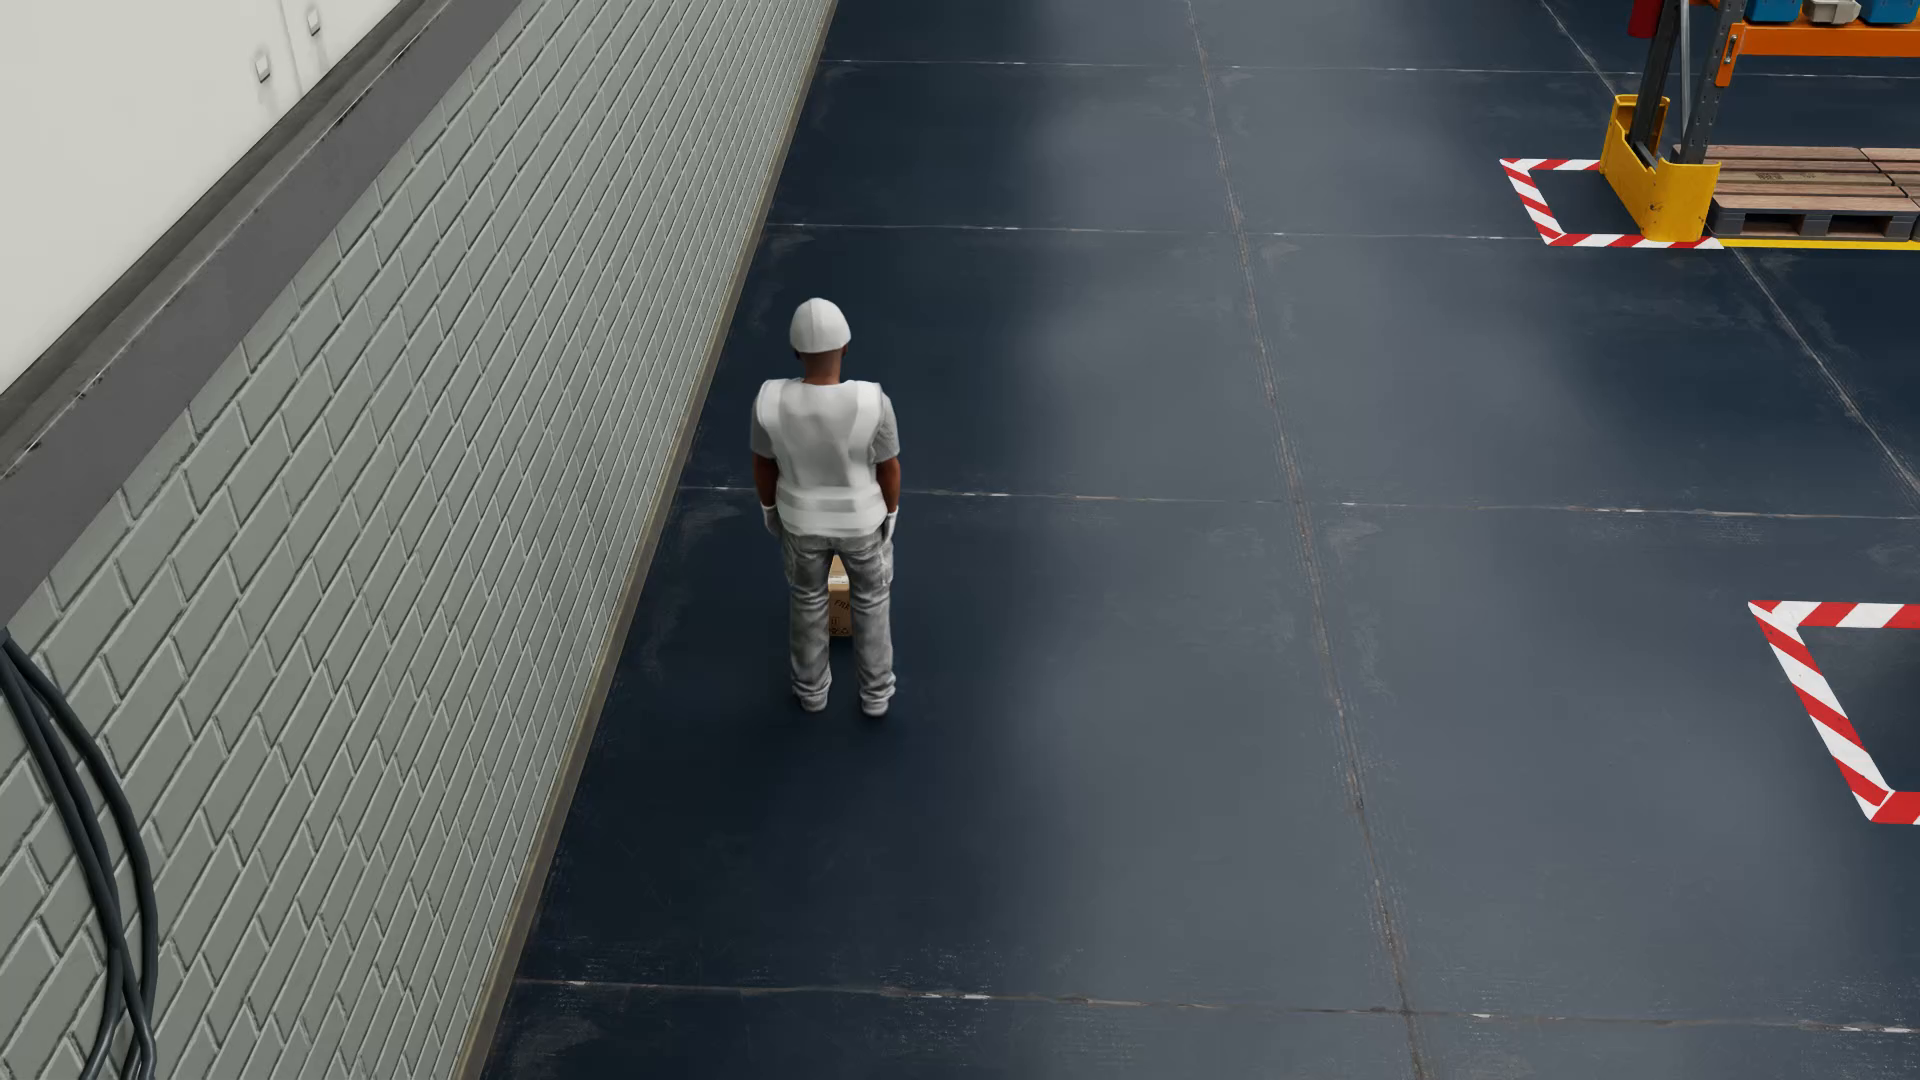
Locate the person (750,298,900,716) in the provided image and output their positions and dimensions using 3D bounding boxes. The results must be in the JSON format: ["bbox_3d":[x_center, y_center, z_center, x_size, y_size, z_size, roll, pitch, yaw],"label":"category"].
[{"bbox_3d":[-0.491,-0.093,6.269,0.547,1.783,0.357,2,35,3],"label":"person"}]
